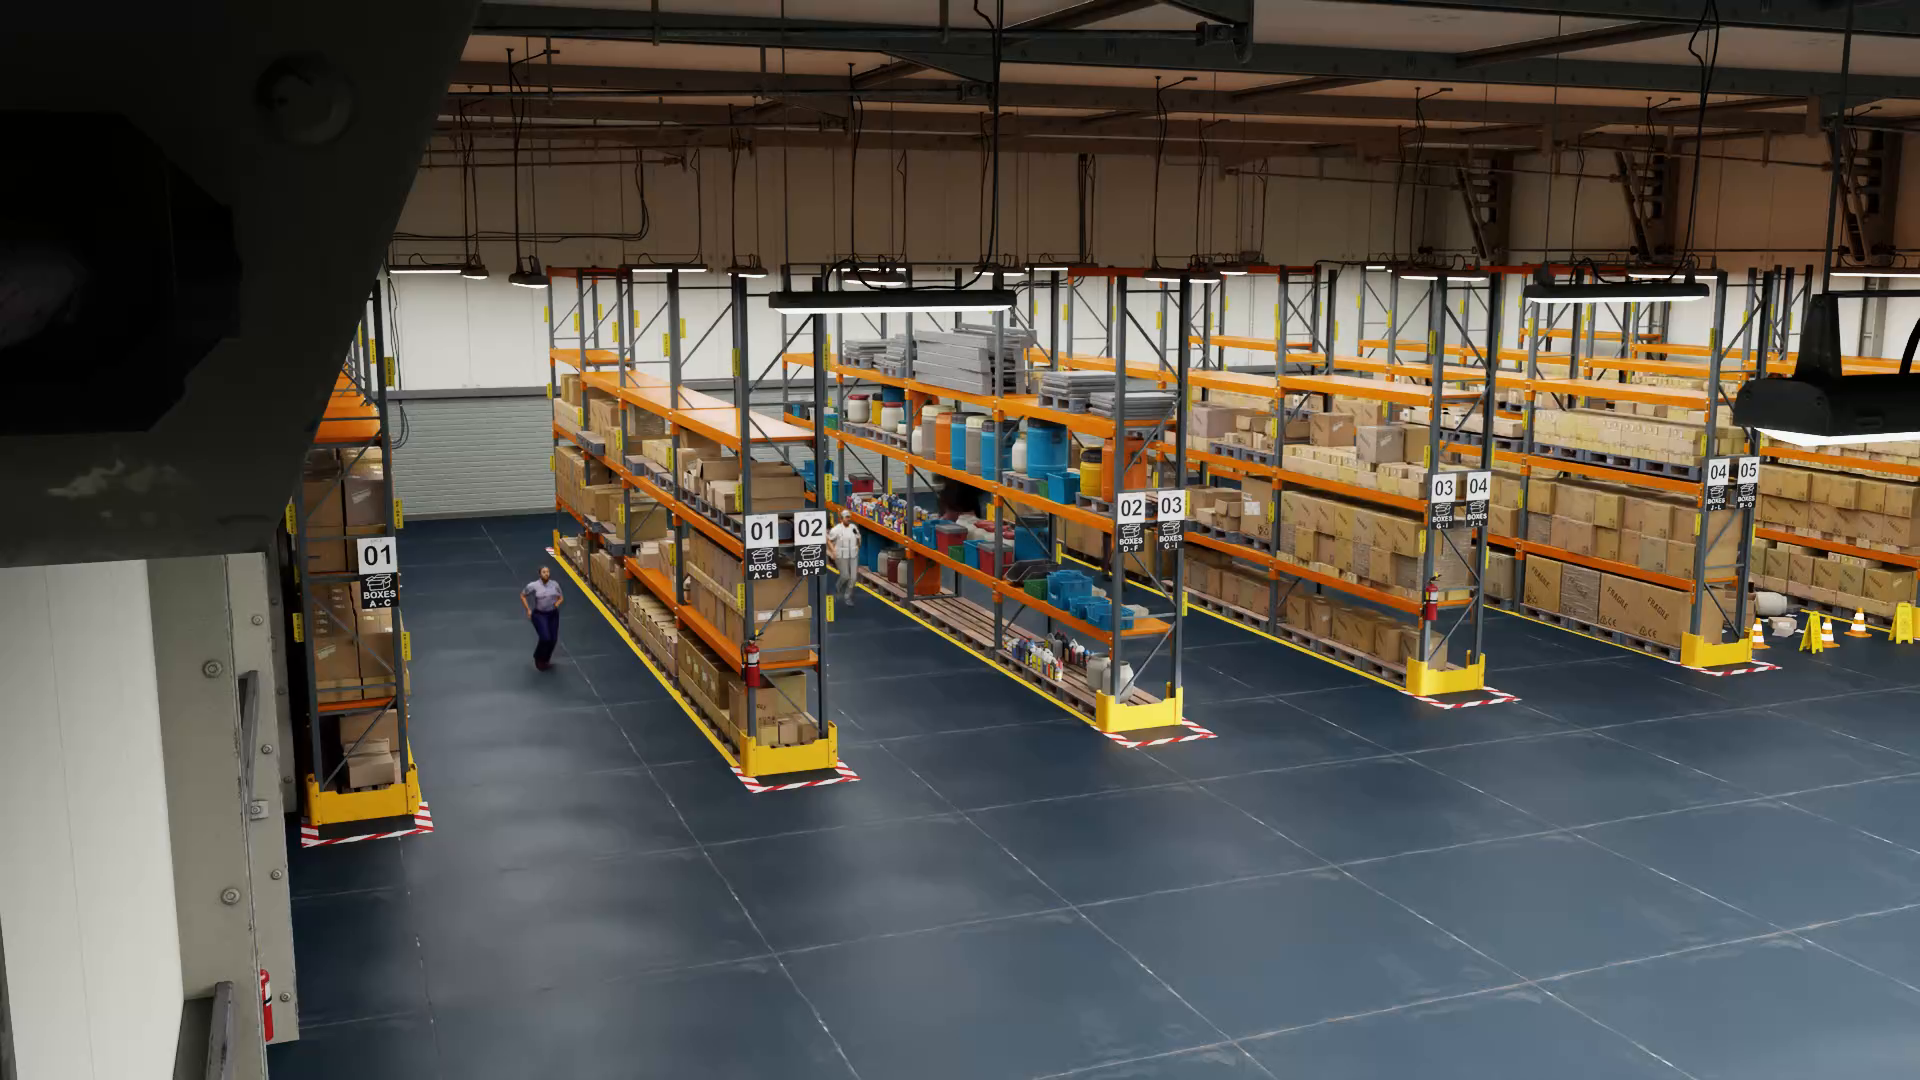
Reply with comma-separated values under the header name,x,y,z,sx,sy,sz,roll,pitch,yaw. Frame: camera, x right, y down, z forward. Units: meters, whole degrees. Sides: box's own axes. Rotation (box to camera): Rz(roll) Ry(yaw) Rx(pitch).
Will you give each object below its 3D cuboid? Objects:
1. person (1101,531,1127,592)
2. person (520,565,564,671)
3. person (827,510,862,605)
name,x,y,z,sx,sy,sz,roll,pitch,yaw
person,2.791,0.002,30.140,0.638,1.838,0.755,-3,10,-18
person,-6.260,1.183,25.150,0.583,1.619,0.637,-8,13,-38
person,-1.950,0.298,28.625,0.616,1.638,0.507,-4,11,-24
